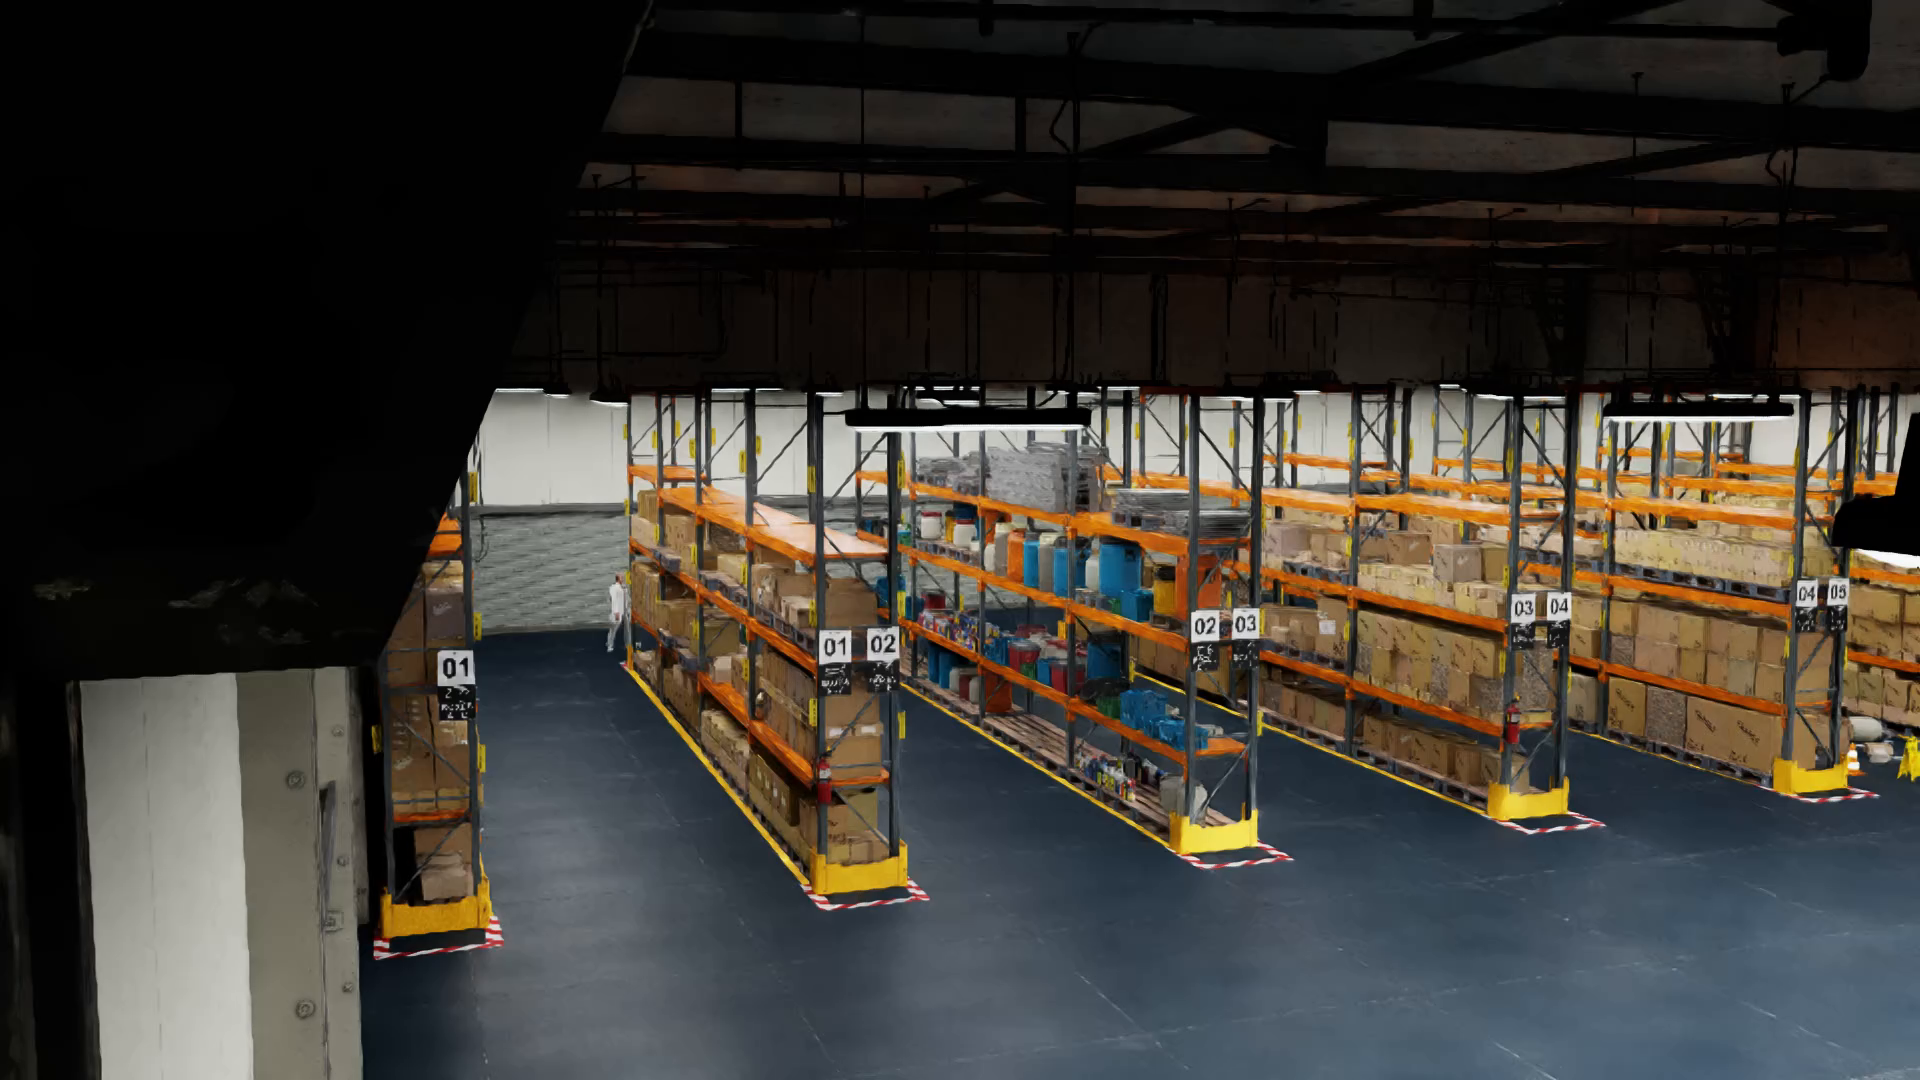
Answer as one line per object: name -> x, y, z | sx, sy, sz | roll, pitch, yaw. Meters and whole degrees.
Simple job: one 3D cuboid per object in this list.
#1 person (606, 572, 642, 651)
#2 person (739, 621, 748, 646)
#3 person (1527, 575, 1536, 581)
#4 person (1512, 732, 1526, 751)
person -> -7.603, 1.584, 37.310 | 0.614, 1.768, 0.778 | 2, 6, 20
person -> -4.424, 1.807, 35.476 | 0.567, 1.736, 1.044 | -2, 6, -20
person -> 12.509, 1.661, 36.506 | 0.608, 1.776, 0.657 | 0, 6, 0
person -> 9.296, 2.639, 27.631 | 0.532, 1.659, 1.040 | -1, 6, -10
